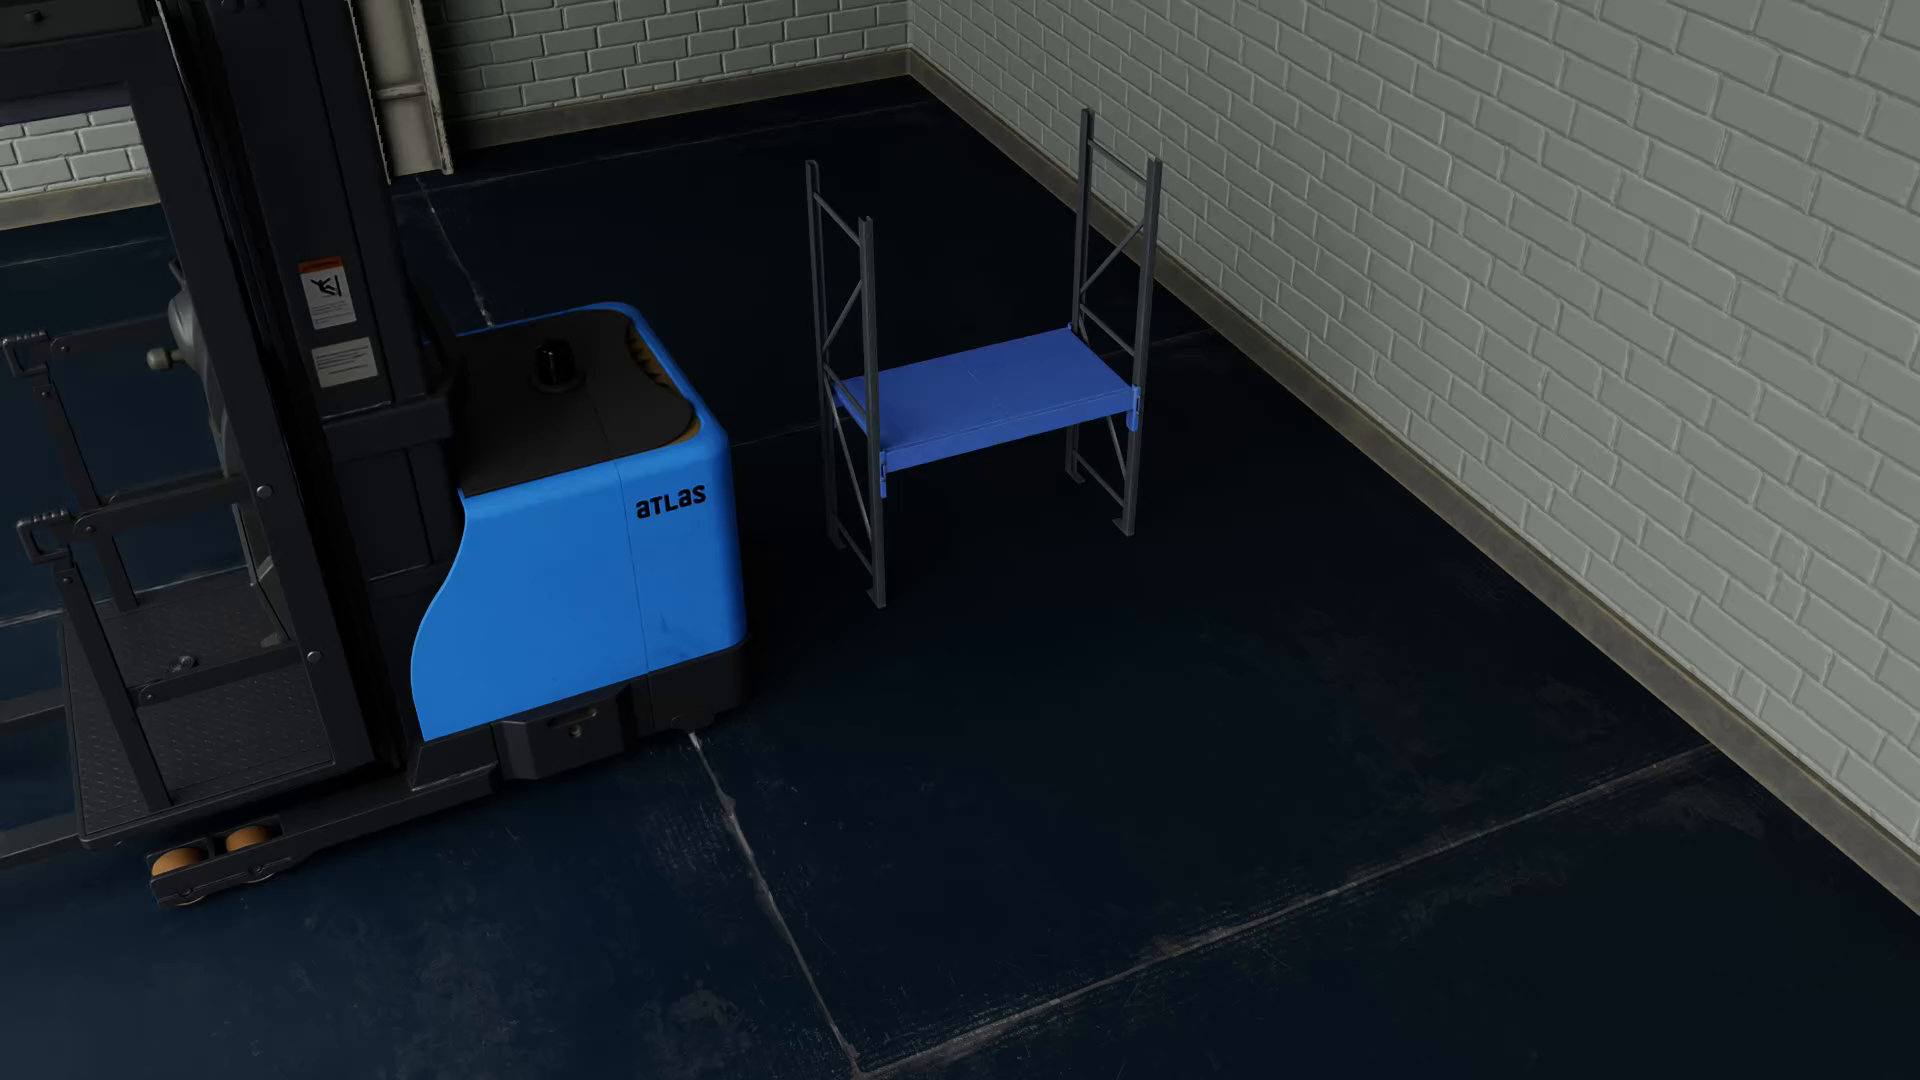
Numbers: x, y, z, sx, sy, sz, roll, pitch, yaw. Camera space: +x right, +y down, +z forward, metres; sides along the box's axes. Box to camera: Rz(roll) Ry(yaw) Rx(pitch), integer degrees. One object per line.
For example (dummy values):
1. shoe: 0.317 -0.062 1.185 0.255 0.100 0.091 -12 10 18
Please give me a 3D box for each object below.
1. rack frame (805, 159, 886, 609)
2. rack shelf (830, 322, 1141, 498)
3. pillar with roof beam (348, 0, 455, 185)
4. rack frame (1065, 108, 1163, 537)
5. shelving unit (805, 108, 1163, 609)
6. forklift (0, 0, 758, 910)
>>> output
1. rack frame: -0.383 -0.495 5.659 0.032 1.500 0.500 -16 39 -20
2. rack shelf: 0.077 -0.480 5.939 1.000 0.185 0.538 -16 39 -20
3. pillar with roof beam: -1.117 -3.290 3.132 0.400 9.000 9.100 -16 39 -20
4. rack frame: 0.537 -0.753 6.006 0.032 1.500 0.500 -16 39 -20
5. shelving unit: 0.077 -0.624 5.832 1.048 1.500 0.538 -16 39 -20
6. forklift: -2.219 -0.480 4.436 3.031 2.935 1.130 -17 40 -21
